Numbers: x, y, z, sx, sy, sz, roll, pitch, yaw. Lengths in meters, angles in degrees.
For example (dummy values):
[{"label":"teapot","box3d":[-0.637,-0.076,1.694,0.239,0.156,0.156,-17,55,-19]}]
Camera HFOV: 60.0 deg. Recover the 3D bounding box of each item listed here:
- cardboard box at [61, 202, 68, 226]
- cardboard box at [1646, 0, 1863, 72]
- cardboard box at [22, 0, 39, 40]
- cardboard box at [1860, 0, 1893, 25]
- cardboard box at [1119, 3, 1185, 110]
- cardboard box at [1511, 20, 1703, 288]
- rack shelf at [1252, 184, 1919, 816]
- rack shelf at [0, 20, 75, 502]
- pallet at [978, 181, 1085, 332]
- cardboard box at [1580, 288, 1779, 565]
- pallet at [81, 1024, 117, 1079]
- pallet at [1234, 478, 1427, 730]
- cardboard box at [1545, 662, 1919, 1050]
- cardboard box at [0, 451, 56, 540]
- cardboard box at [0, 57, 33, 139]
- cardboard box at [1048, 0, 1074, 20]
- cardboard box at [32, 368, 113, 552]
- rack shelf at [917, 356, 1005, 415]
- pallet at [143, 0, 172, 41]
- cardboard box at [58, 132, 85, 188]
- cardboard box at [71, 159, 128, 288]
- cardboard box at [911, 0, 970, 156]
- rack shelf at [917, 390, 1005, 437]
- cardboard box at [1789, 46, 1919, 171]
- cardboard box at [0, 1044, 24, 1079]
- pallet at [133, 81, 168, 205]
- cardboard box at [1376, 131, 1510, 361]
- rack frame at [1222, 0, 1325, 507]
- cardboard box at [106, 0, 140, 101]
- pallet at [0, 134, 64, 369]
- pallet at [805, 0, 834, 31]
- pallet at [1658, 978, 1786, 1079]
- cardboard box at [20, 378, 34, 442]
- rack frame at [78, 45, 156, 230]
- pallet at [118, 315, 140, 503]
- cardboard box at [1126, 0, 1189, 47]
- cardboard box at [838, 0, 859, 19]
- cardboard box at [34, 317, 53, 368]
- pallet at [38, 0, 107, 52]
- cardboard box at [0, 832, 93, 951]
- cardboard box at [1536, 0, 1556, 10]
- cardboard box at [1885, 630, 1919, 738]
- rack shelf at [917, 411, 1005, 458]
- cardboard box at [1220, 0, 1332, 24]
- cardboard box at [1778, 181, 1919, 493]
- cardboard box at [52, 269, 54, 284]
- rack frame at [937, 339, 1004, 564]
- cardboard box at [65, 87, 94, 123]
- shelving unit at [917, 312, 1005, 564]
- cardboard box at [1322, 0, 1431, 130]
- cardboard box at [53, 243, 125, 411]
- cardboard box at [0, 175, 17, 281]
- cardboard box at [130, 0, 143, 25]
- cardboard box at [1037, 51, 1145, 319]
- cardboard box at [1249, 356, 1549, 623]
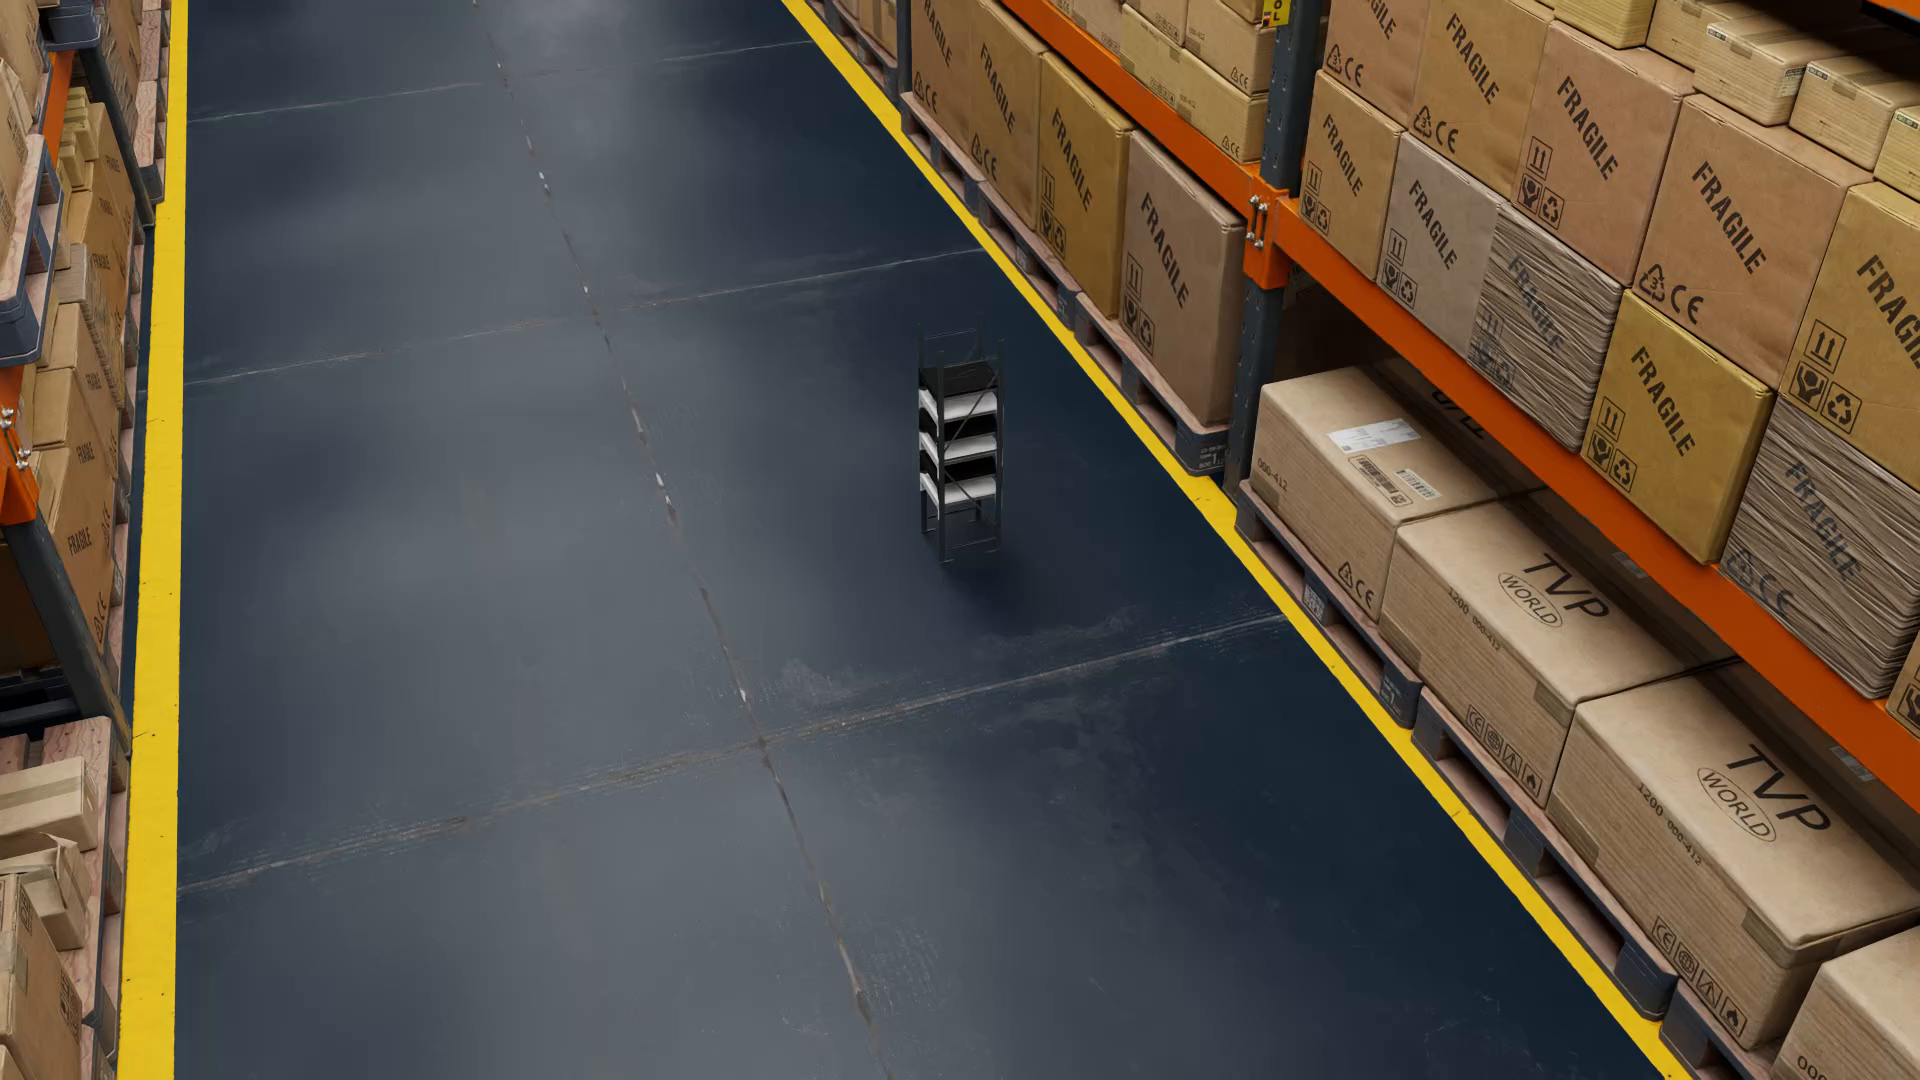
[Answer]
[{"label":"cardboard box","box3d":[-3.806,-1.289,6.657,0.380,0.149,0.250,-13,39,-17]},{"label":"cardboard box","box3d":[1.867,-1.217,3.919,0.380,0.149,0.250,-13,39,-16]},{"label":"cardboard box","box3d":[-3.785,-2.017,6.000,0.797,0.503,0.637,-13,39,-17]},{"label":"cardboard box","box3d":[2.301,-1.317,4.052,0.380,0.149,0.250,-13,39,-17]},{"label":"cardboard box","box3d":[0.950,-1.891,6.392,0.500,0.250,0.500,-13,39,-17]},{"label":"cardboard box","box3d":[1.786,-1.004,4.175,0.500,0.500,0.500,-12,39,-15]},{"label":"rack shelf","box3d":[2.204,-0.045,4.414,1.077,0.370,4.000,-12,39,-16]},{"label":"rack shelf","box3d":[-3.832,-1.275,6.047,1.077,0.370,4.000,-12,39,-16]},{"label":"pallet","box3d":[0.756,-1.459,8.011,1.003,0.211,1.213,-12,39,-16]},{"label":"cardboard box","box3d":[1.943,-0.324,4.104,0.500,0.500,0.500,-11,38,-15]},{"label":"pallet","box3d":[-2.485,1.760,3.738,1.003,0.211,1.213,-12,39,-16]},{"label":"pallet","box3d":[1.704,0.098,5.945,1.003,0.211,1.213,-12,39,-16]},{"label":"cardboard box","box3d":[2.248,0.786,4.494,0.875,0.438,0.875,-11,38,-15]},{"label":"cardboard box","box3d":[-3.017,-0.118,5.103,0.380,0.149,0.250,-11,38,-14]},{"label":"cardboard box","box3d":[-3.262,-1.410,5.392,0.396,0.266,0.258,-11,38,-14]},{"label":"cardboard box","box3d":[0.613,-2.471,7.162,0.500,0.250,0.500,-12,39,-16]},{"label":"cardboard box","box3d":[-3.292,-0.220,5.778,0.500,0.500,0.500,-13,39,-17]},{"label":"rack shelf","box3d":[0.003,-0.544,5.831,0.258,0.077,0.200,-12,39,-16]},{"label":"pallet","box3d":[-5.607,-3.429,10.627,1.003,0.211,1.213,-12,39,-16]},{"label":"cardboard box","box3d":[-3.940,-1.588,7.054,0.380,0.149,0.250,-14,39,-17]},{"label":"cardboard box","box3d":[-4.011,-1.382,7.320,0.500,0.500,0.500,-13,39,-17]},{"label":"cardboard box","box3d":[0.299,-2.633,8.670,0.875,0.875,0.875,-13,39,-16]},{"label":"rack shelf","box3d":[0.003,-0.472,5.885,0.258,0.077,0.200,-12,39,-16]},{"label":"cardboard box","box3d":[2.017,-0.924,3.530,0.380,0.149,0.250,-11,38,-14]},{"label":"cardboard box","box3d":[-2.235,1.483,3.517,0.500,0.500,0.500,-12,39,-15]},{"label":"pallet","box3d":[-4.767,-2.051,8.798,1.003,0.211,1.213,-12,39,-16]},{"label":"cardboard box","box3d":[1.600,-0.897,4.865,0.500,0.500,0.500,-12,39,-16]},{"label":"rack frame","box3d":[1.515,-1.462,5.698,1.000,3.000,0.127,-12,39,-16]},{"label":"cardboard box","box3d":[-4.954,-2.634,8.878,0.875,0.625,0.625,-11,38,-14]},{"label":"pallet","box3d":[-3.316,-0.829,5.018,1.003,0.211,1.213,-12,39,-16]},{"label":"pallet","box3d":[-0.545,-3.738,11.036,1.003,0.211,1.213,-12,39,-16]},{"label":"pallet","box3d":[2.543,1.476,4.115,1.003,0.211,1.213,-12,39,-16]},{"label":"cardboard box","box3d":[-3.284,-0.401,5.479,0.380,0.149,0.250,-14,39,-18]},{"label":"rack frame","box3d":[-4.520,-2.692,7.330,1.000,3.000,0.127,-12,39,-16]},{"label":"pallet","box3d":[-3.883,-0.460,6.686,1.003,0.211,1.213,-12,39,-16]},{"label":"cardboard box","box3d":[0.956,-2.081,6.229,0.500,0.250,0.500,-12,38,-15]},{"label":"cardboard box","box3d":[-0.308,-3.576,10.340,0.950,0.372,0.625,-13,39,-17]},{"label":"cardboard box","box3d":[-3.442,-0.702,5.879,0.380,0.149,0.250,-13,39,-16]},{"label":"pallet","box3d":[-4.221,-2.247,6.899,1.213,0.211,1.003,-12,39,-16]},{"label":"cardboard box","box3d":[-2.553,0.948,4.422,0.396,0.266,0.258,-11,38,-14]},{"label":"cardboard box","box3d":[1.639,-1.498,4.292,0.380,0.149,0.250,-13,39,-16]},{"label":"cardboard box","box3d":[2.319,0.253,3.337,0.500,0.500,0.500,-13,39,-17]},{"label":"rack shelf","box3d":[0.003,-0.400,5.939,0.258,0.077,0.200,-12,39,-16]},{"label":"cardboard box","box3d":[1.126,-2.102,5.633,0.500,0.500,0.500,-11,38,-14]},{"label":"cardboard box","box3d":[2.128,-0.434,3.419,0.500,0.500,0.500,-13,39,-16]},{"label":"cardboard box","box3d":[-3.646,-0.989,6.260,0.380,0.149,0.250,-12,39,-16]},{"label":"rack frame","box3d":[0.038,-0.297,5.897,0.240,0.900,0.006,-12,39,-16]},{"label":"cardboard box","box3d":[-4.113,-1.894,7.460,0.380,0.149,0.250,-14,39,-18]},{"label":"shelving unit","box3d":[0.003,-0.355,5.973,0.258,0.900,0.210,-12,39,-16]},{"label":"cardboard box","box3d":[1.452,-1.582,4.943,0.500,0.500,0.500,-12,39,-16]},{"label":"cardboard box","box3d":[-3.632,-0.797,6.544,0.500,0.500,0.500,-14,39,-18]},{"label":"cardboard box","box3d":[-3.100,-0.959,4.598,0.700,0.500,0.500,-11,38,-15]},{"label":"cardboard box","box3d":[-5.447,-3.438,9.946,0.875,0.625,0.625,-13,39,-16]},{"label":"cardboard box","box3d":[0.909,-1.623,7.329,0.875,0.875,0.875,-11,38,-15]},{"label":"cardboard box","box3d":[1.631,-0.229,5.842,0.875,0.438,0.875,-13,39,-17]}]
